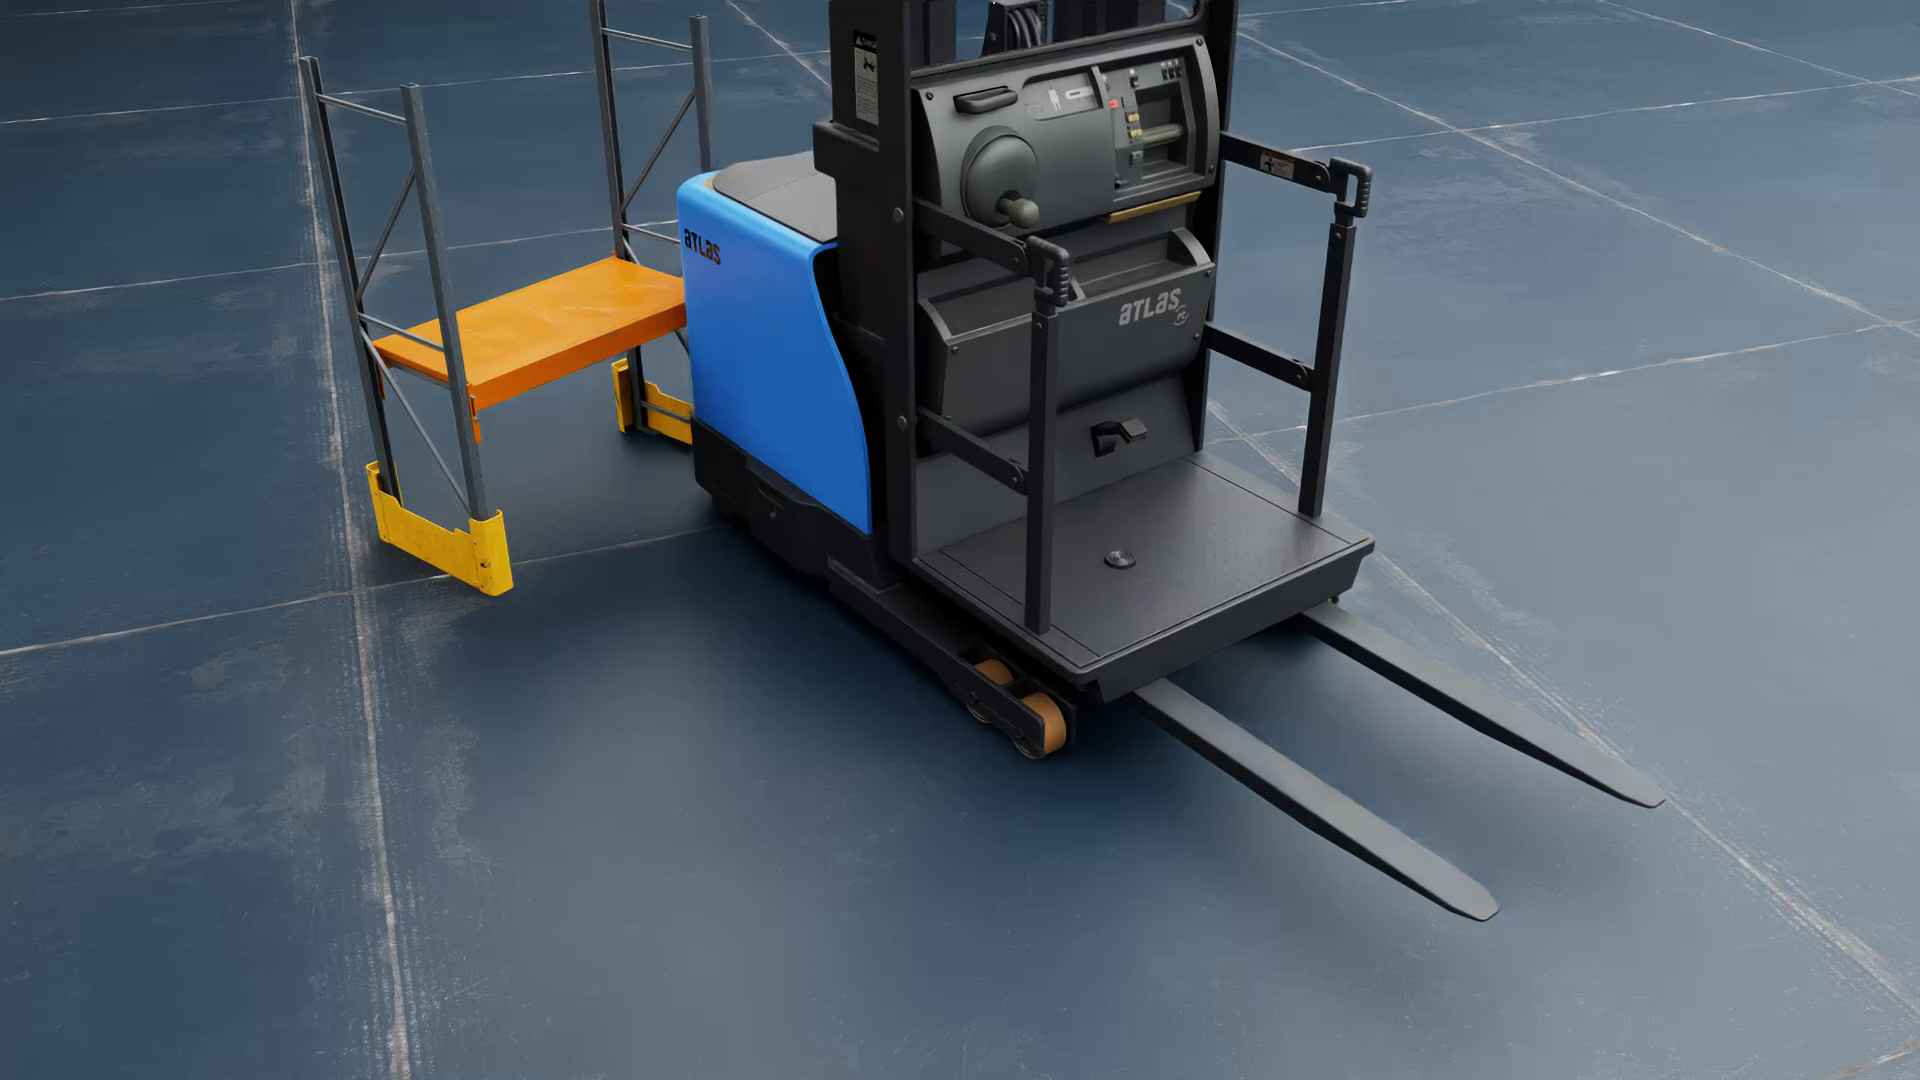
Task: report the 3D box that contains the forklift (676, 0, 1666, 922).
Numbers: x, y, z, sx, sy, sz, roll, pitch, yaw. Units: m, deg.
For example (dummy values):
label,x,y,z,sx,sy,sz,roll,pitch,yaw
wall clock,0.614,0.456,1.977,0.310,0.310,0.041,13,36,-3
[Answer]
label,x,y,z,sx,sy,sz,roll,pitch,yaw
forklift,0.423,-0.991,4.028,1.130,2.935,3.031,-21,36,-32

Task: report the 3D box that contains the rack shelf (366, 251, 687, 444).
label,x,y,z,sx,sy,sz,roll,pitch,yaw
rack shelf,-1.276,-0.628,5.200,0.538,0.185,1.000,21,36,33

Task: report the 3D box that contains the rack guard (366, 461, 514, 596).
label,x,y,z,sx,sy,sz,roll,pitch,yaw
rack guard,-1.591,-0.044,5.075,0.587,0.250,0.087,21,36,33

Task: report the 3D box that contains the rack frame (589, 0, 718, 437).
label,x,y,z,sx,sy,sz,roll,pitch,yaw
rack frame,-0.961,-0.981,5.457,0.500,1.500,0.032,21,36,33

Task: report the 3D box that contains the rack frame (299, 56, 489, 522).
label,x,y,z,sx,sy,sz,roll,pitch,yaw
rack frame,-1.592,-0.587,4.765,0.500,1.500,0.032,21,36,33

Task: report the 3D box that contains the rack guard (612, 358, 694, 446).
label,x,y,z,sx,sy,sz,roll,pitch,yaw
rack guard,-0.973,-0.431,5.753,0.587,0.250,0.087,21,36,33

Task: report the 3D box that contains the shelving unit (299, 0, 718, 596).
label,x,y,z,sx,sy,sz,roll,pitch,yaw
shelving unit,-1.282,-0.780,5.105,0.587,1.500,1.083,21,36,33
